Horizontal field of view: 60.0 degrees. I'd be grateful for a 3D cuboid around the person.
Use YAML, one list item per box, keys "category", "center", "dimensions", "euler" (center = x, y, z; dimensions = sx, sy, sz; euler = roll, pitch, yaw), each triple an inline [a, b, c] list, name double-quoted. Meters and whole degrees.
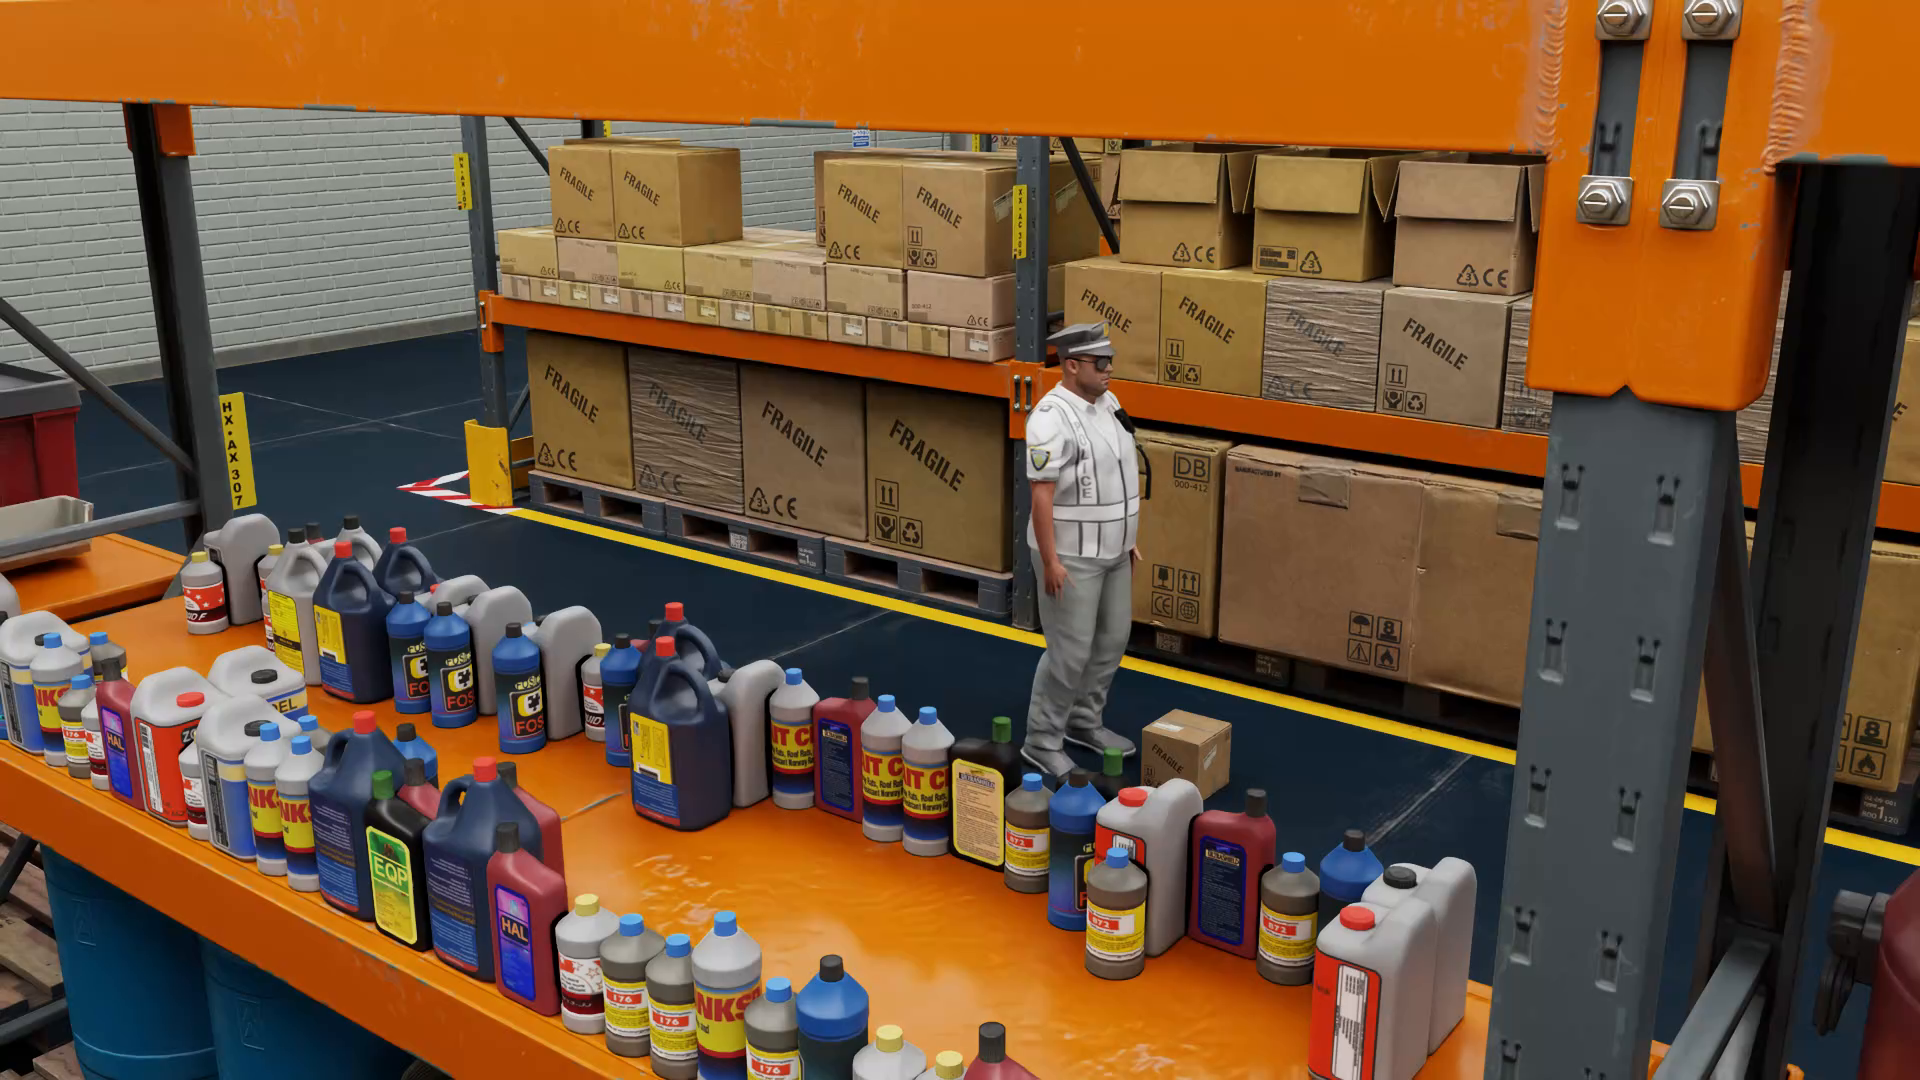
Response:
- category: "person"
  center: [0.489, 0.044, 6.439]
  dimensions: [0.392, 1.793, 0.536]
  euler: [12, 20, 35]
